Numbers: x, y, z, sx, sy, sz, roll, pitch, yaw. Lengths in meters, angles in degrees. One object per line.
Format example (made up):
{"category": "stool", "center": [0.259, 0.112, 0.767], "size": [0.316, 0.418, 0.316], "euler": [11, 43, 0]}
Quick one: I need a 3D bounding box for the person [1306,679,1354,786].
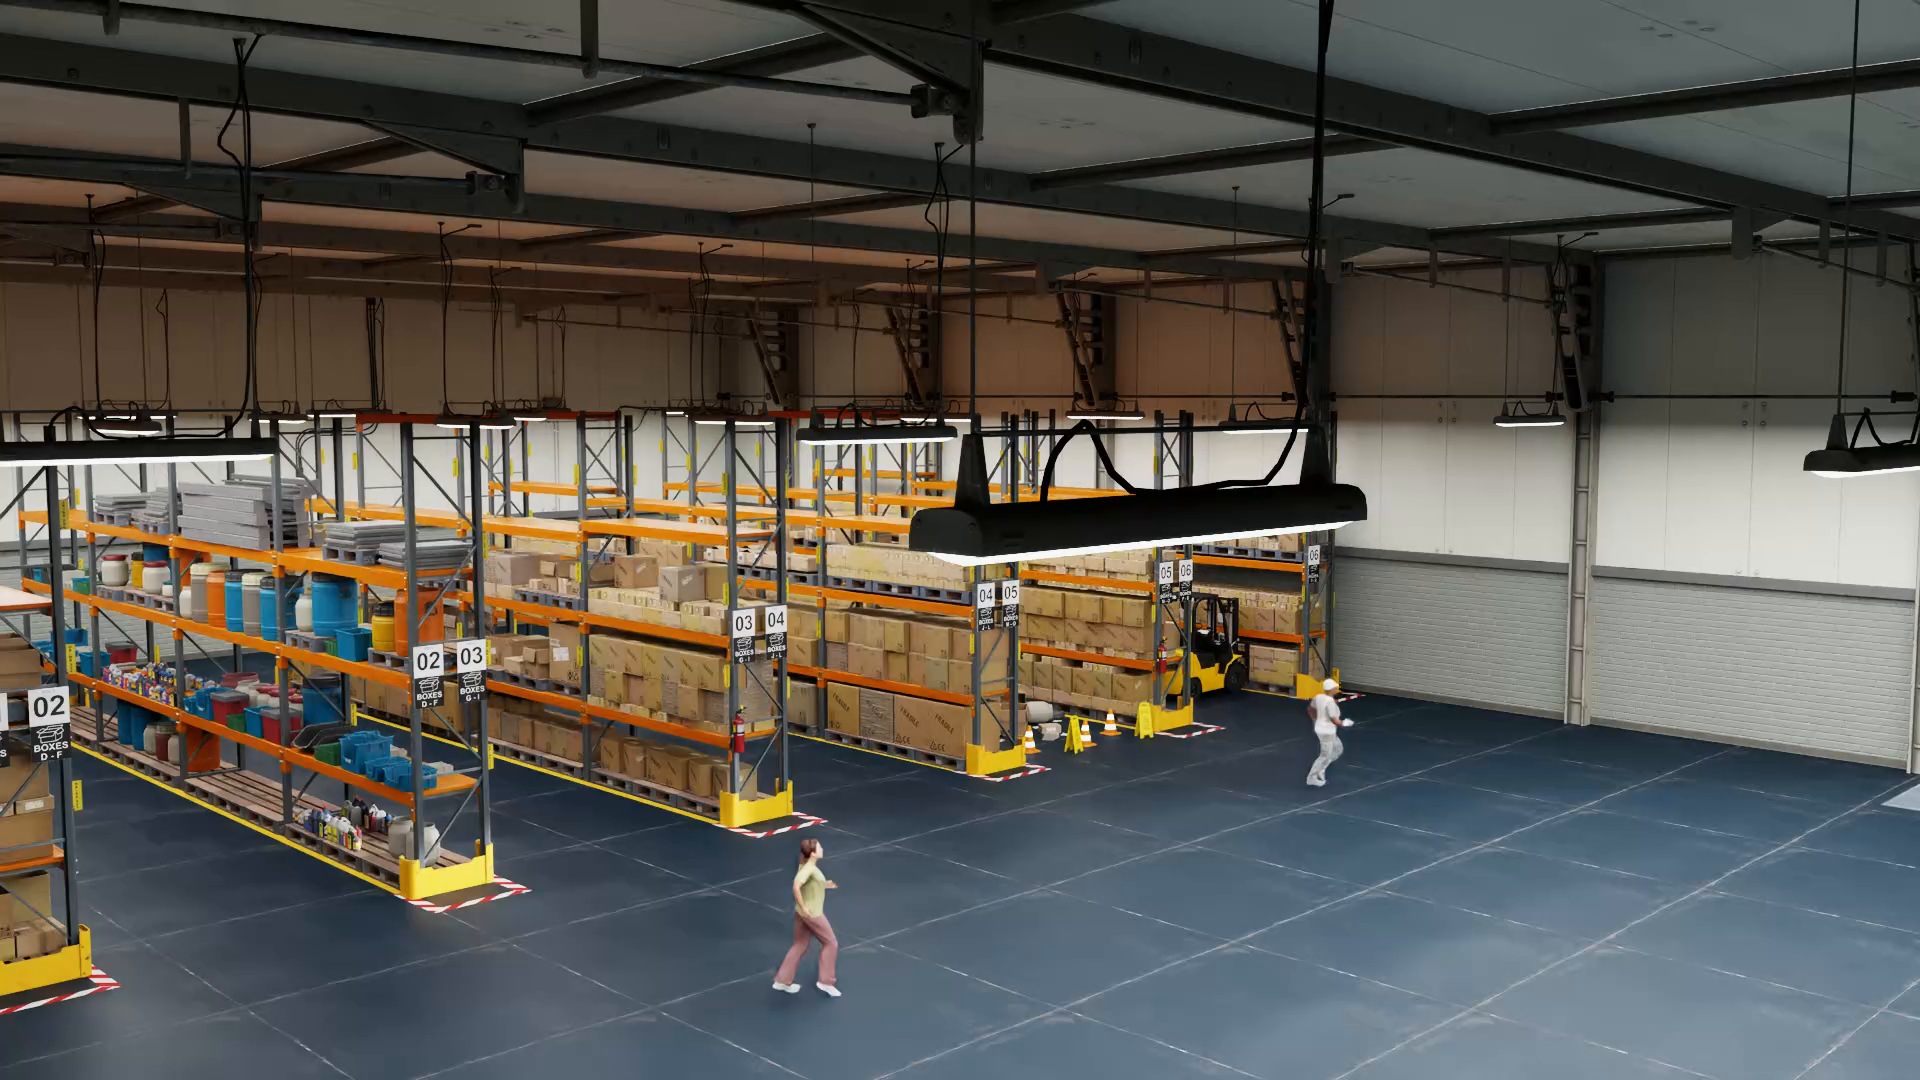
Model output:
{"category": "person", "center": [5.986, 3.104, 26.937], "size": [0.738, 1.734, 0.667], "euler": [0, 5, -1]}

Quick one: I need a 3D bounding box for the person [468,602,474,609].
{"category": "person", "center": [-11.057, 2.199, 37.344], "size": [0.687, 1.748, 0.693], "euler": [-5, 7, -43]}

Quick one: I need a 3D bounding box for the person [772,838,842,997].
{"category": "person", "center": [-1.624, 3.986, 17.509], "size": [0.744, 1.724, 0.562], "euler": [-2, 5, -24]}
